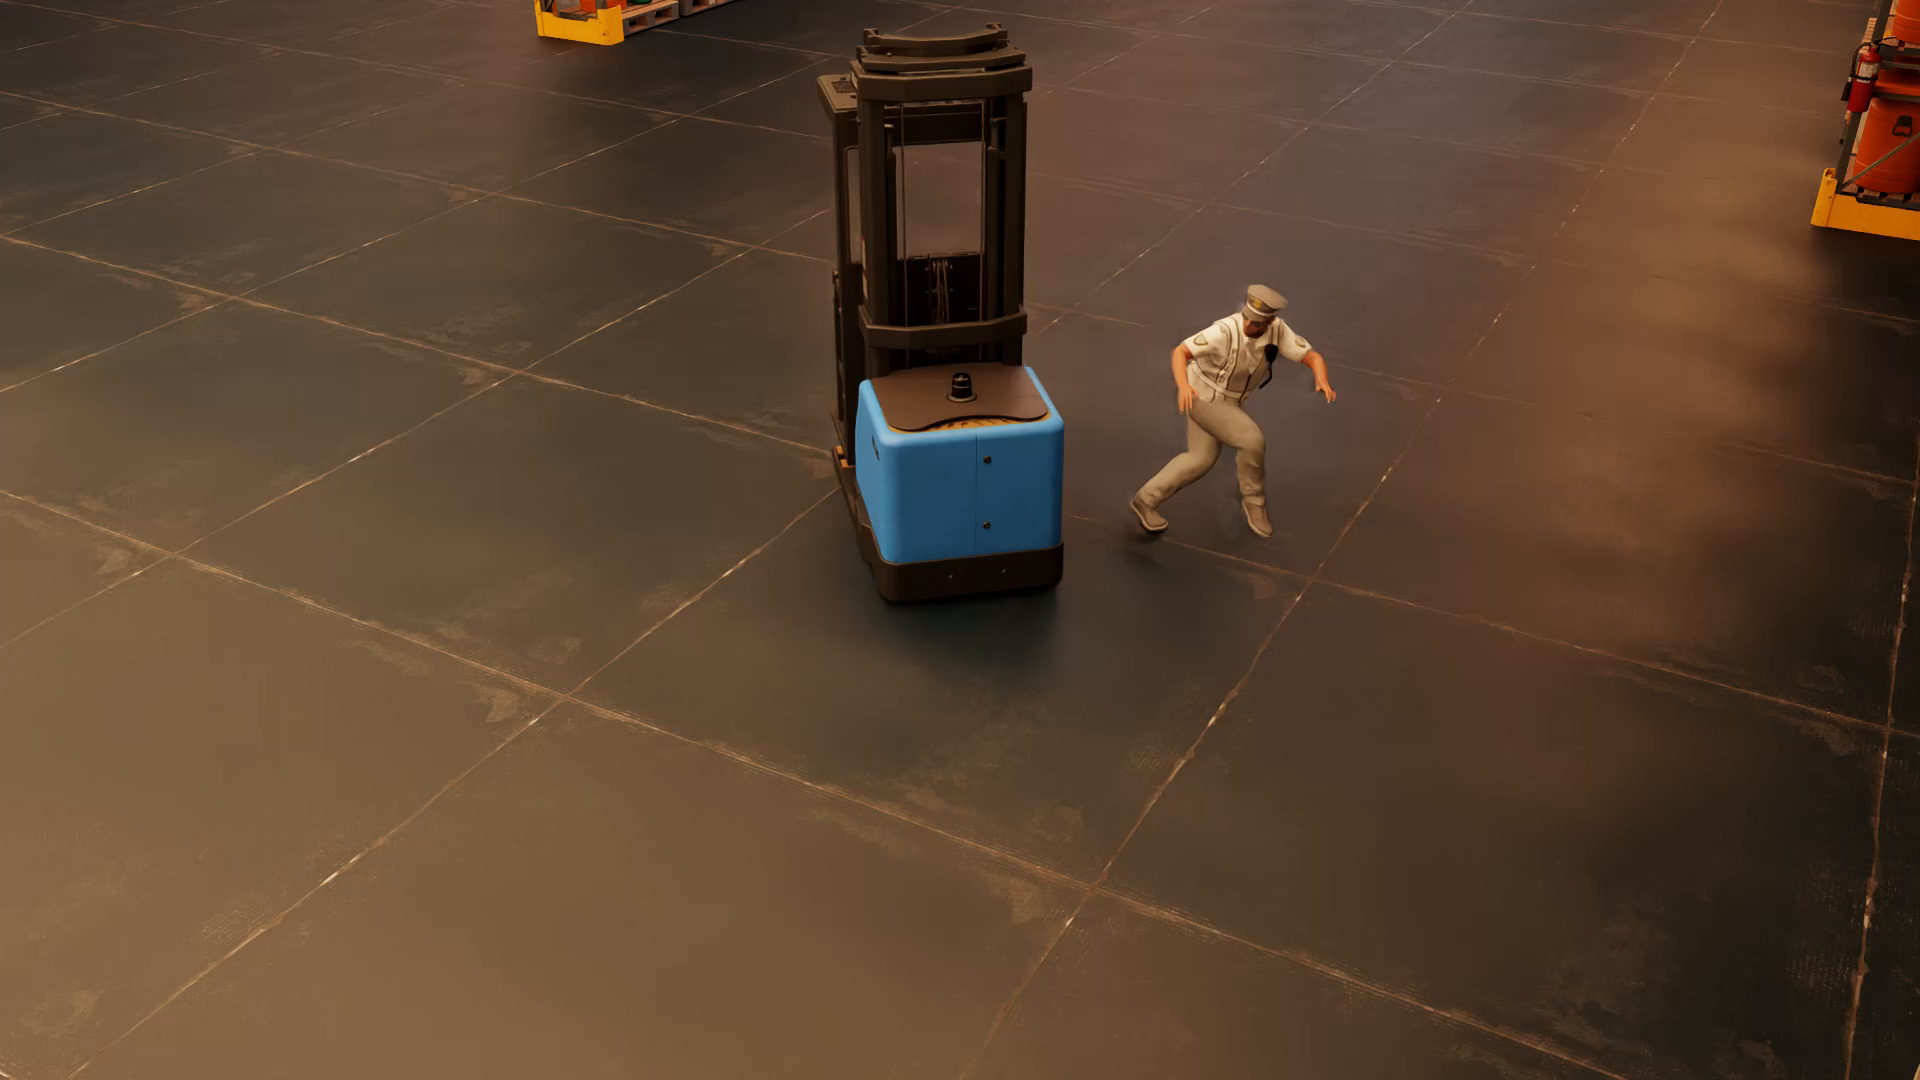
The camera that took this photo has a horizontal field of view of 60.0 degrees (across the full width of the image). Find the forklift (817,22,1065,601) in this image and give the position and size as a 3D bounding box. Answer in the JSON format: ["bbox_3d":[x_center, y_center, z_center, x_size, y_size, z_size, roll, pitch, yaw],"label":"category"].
[{"bbox_3d":[-0.218,-1.649,9.927,1.130,2.935,3.031,-6,31,-10],"label":"forklift"}]

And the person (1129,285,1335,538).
[{"bbox_3d":[1.625,-0.719,9.748,1.032,1.539,0.977,24,38,35],"label":"person"}]
